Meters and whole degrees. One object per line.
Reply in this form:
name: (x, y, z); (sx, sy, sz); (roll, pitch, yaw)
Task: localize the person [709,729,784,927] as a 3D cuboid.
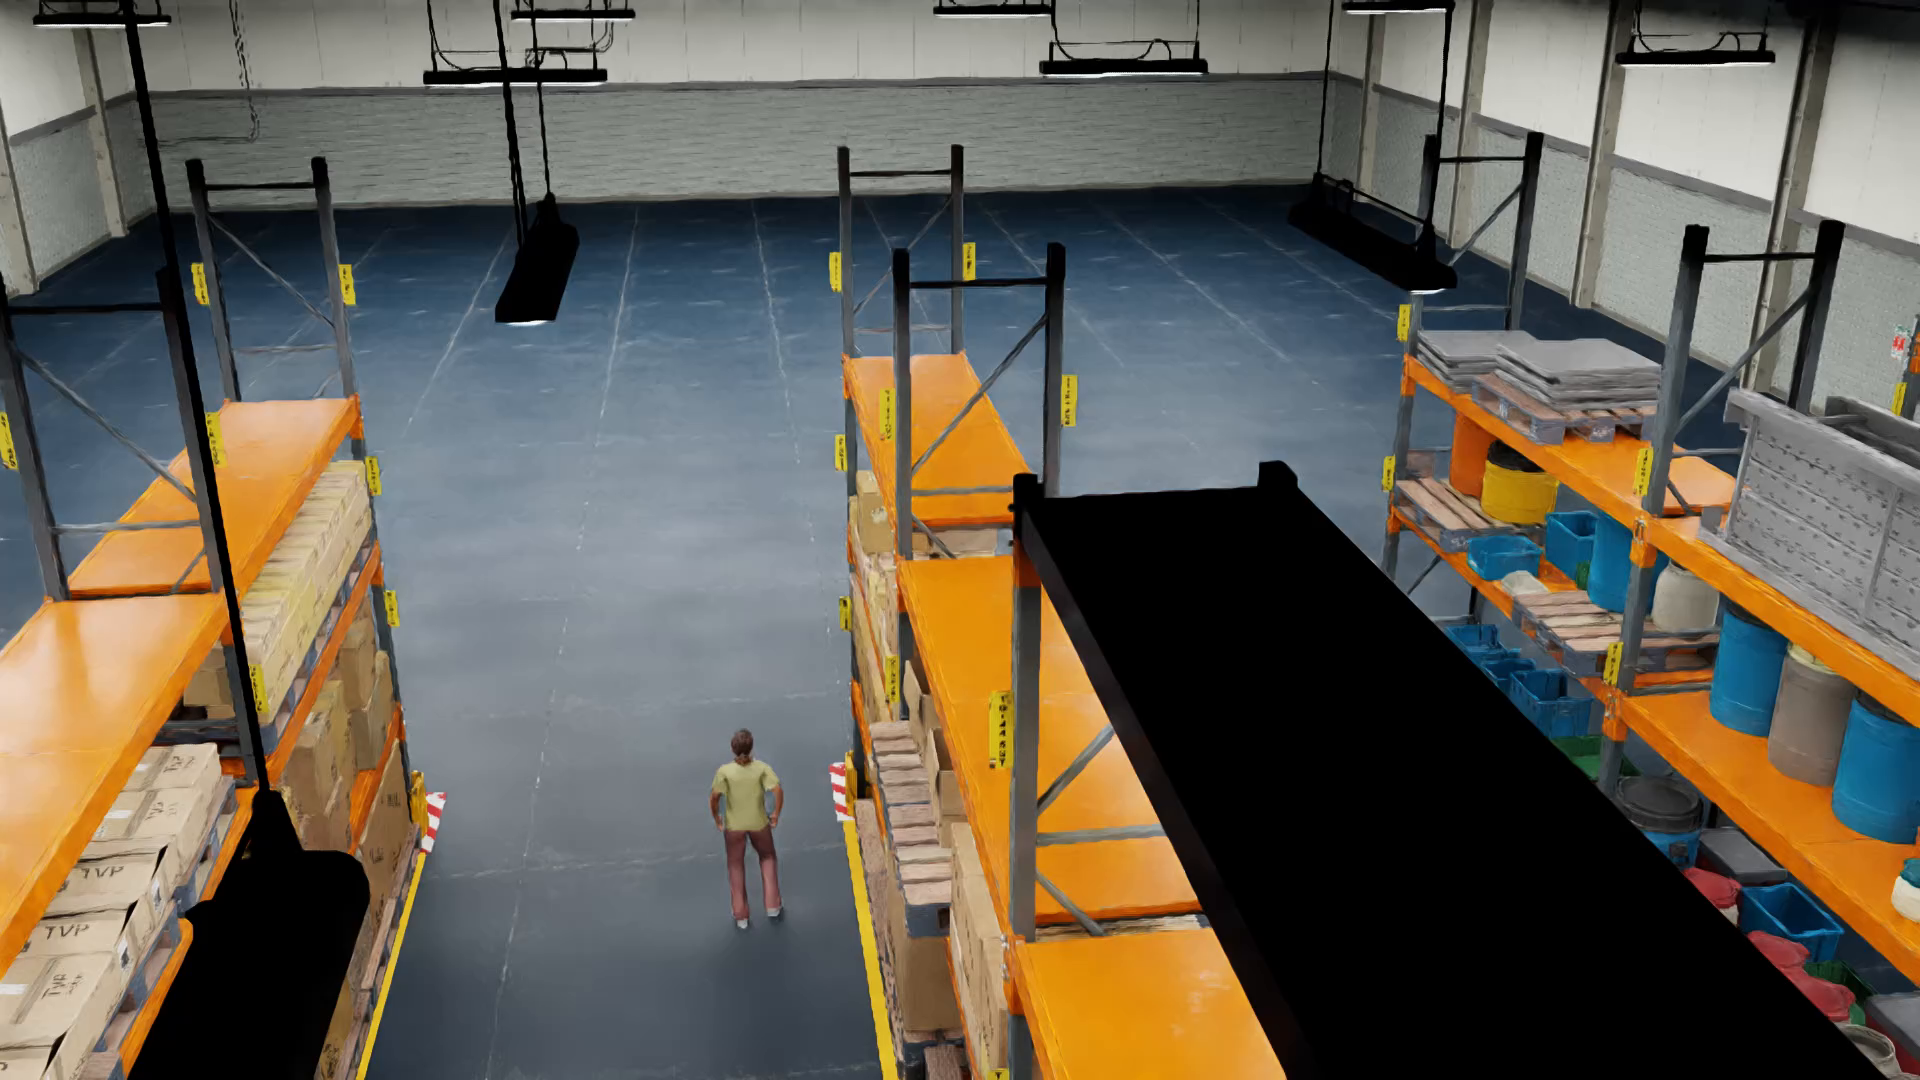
person: (-1.730, 2.334, 13.570); (0.598, 1.619, 0.507); (-4, 22, -10)
